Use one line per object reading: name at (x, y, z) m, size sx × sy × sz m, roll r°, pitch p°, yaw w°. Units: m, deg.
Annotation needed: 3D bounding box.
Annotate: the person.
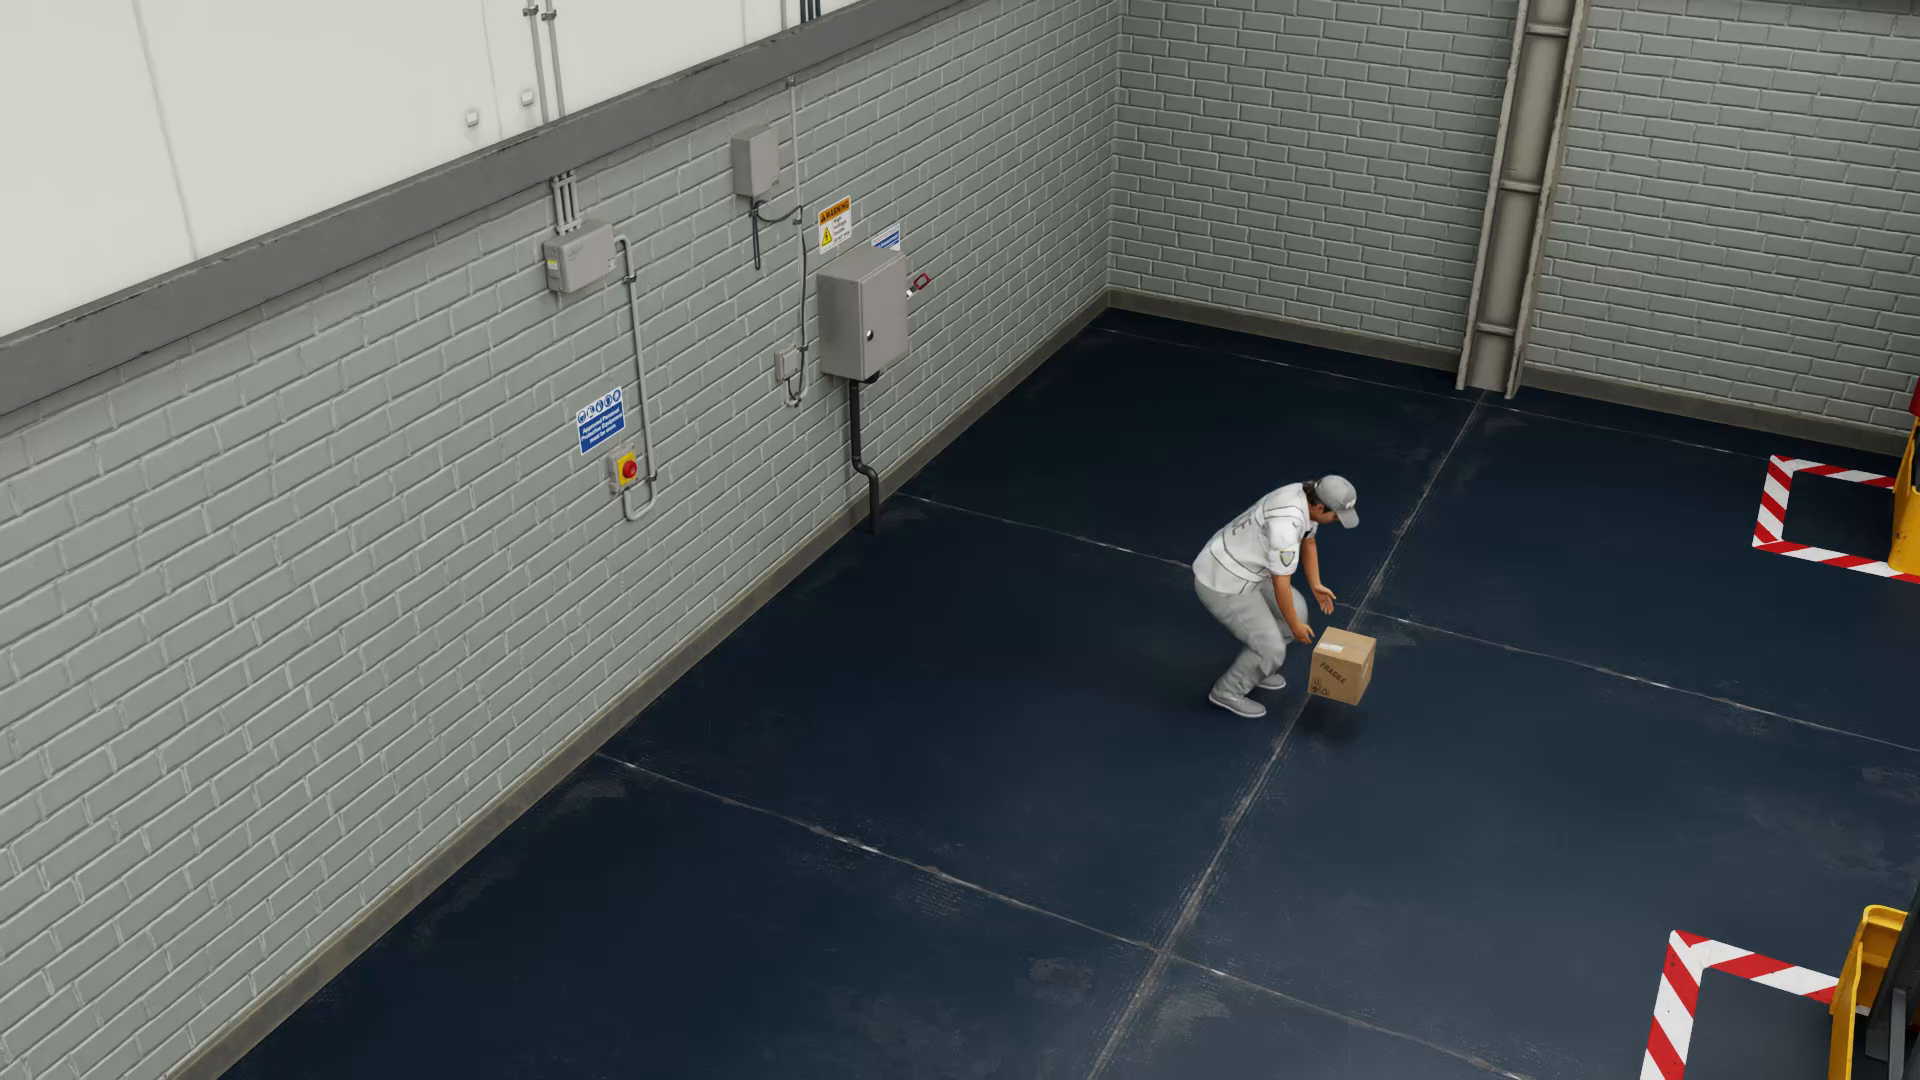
person at (1.546, 0.223, 8.248) m, size 0.758 × 1.324 × 0.538 m, roll 15°, pitch 33°, yaw 23°
